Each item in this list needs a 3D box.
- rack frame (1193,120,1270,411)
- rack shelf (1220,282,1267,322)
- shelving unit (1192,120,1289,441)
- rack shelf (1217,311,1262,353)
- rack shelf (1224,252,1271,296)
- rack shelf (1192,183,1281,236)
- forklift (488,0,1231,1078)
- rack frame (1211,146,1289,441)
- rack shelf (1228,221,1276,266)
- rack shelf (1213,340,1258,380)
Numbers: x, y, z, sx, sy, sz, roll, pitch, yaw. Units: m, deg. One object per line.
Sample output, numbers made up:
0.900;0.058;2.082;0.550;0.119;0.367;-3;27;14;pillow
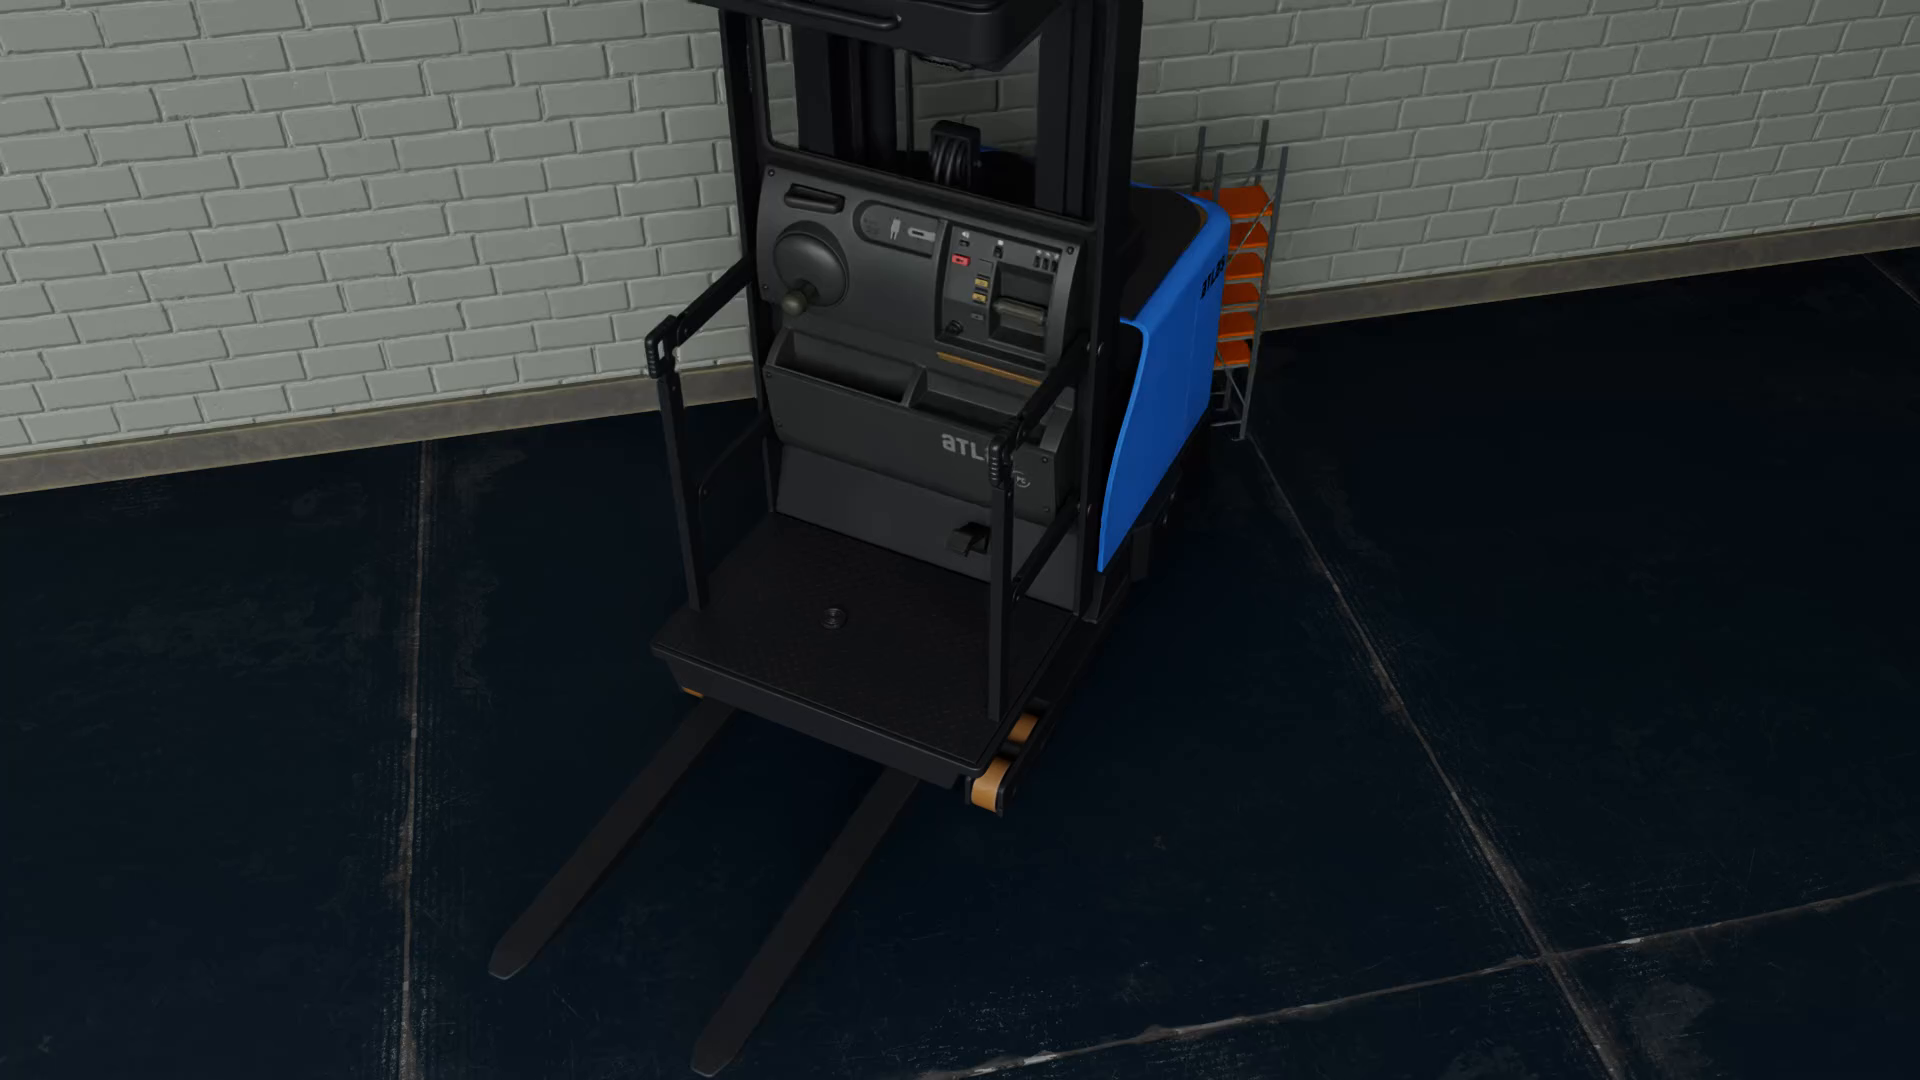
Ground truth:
0.903;-0.928;5.889;0.240;1.200;0.006;-8;42;-9;rack frame
0.922;-0.835;5.852;0.258;0.103;0.180;-8;42;-9;rack shelf
0.922;-0.868;5.822;0.258;1.200;0.189;-8;42;-9;shelving unit
0.921;-0.745;5.932;0.258;0.103;0.180;-8;42;-9;rack shelf
0.923;-0.925;5.772;0.258;0.103;0.180;-8;42;-9;rack shelf
0.925;-1.104;5.612;0.258;0.103;0.180;-8;42;-9;rack shelf
-0.219;-0.644;4.267;1.130;2.935;3.031;18;45;19;forklift
0.941;-0.809;5.756;0.240;1.200;0.006;-8;42;-9;rack frame
0.924;-1.014;5.692;0.258;0.103;0.180;-8;42;-9;rack shelf
0.920;-0.656;6.012;0.258;0.103;0.180;-8;42;-9;rack shelf
